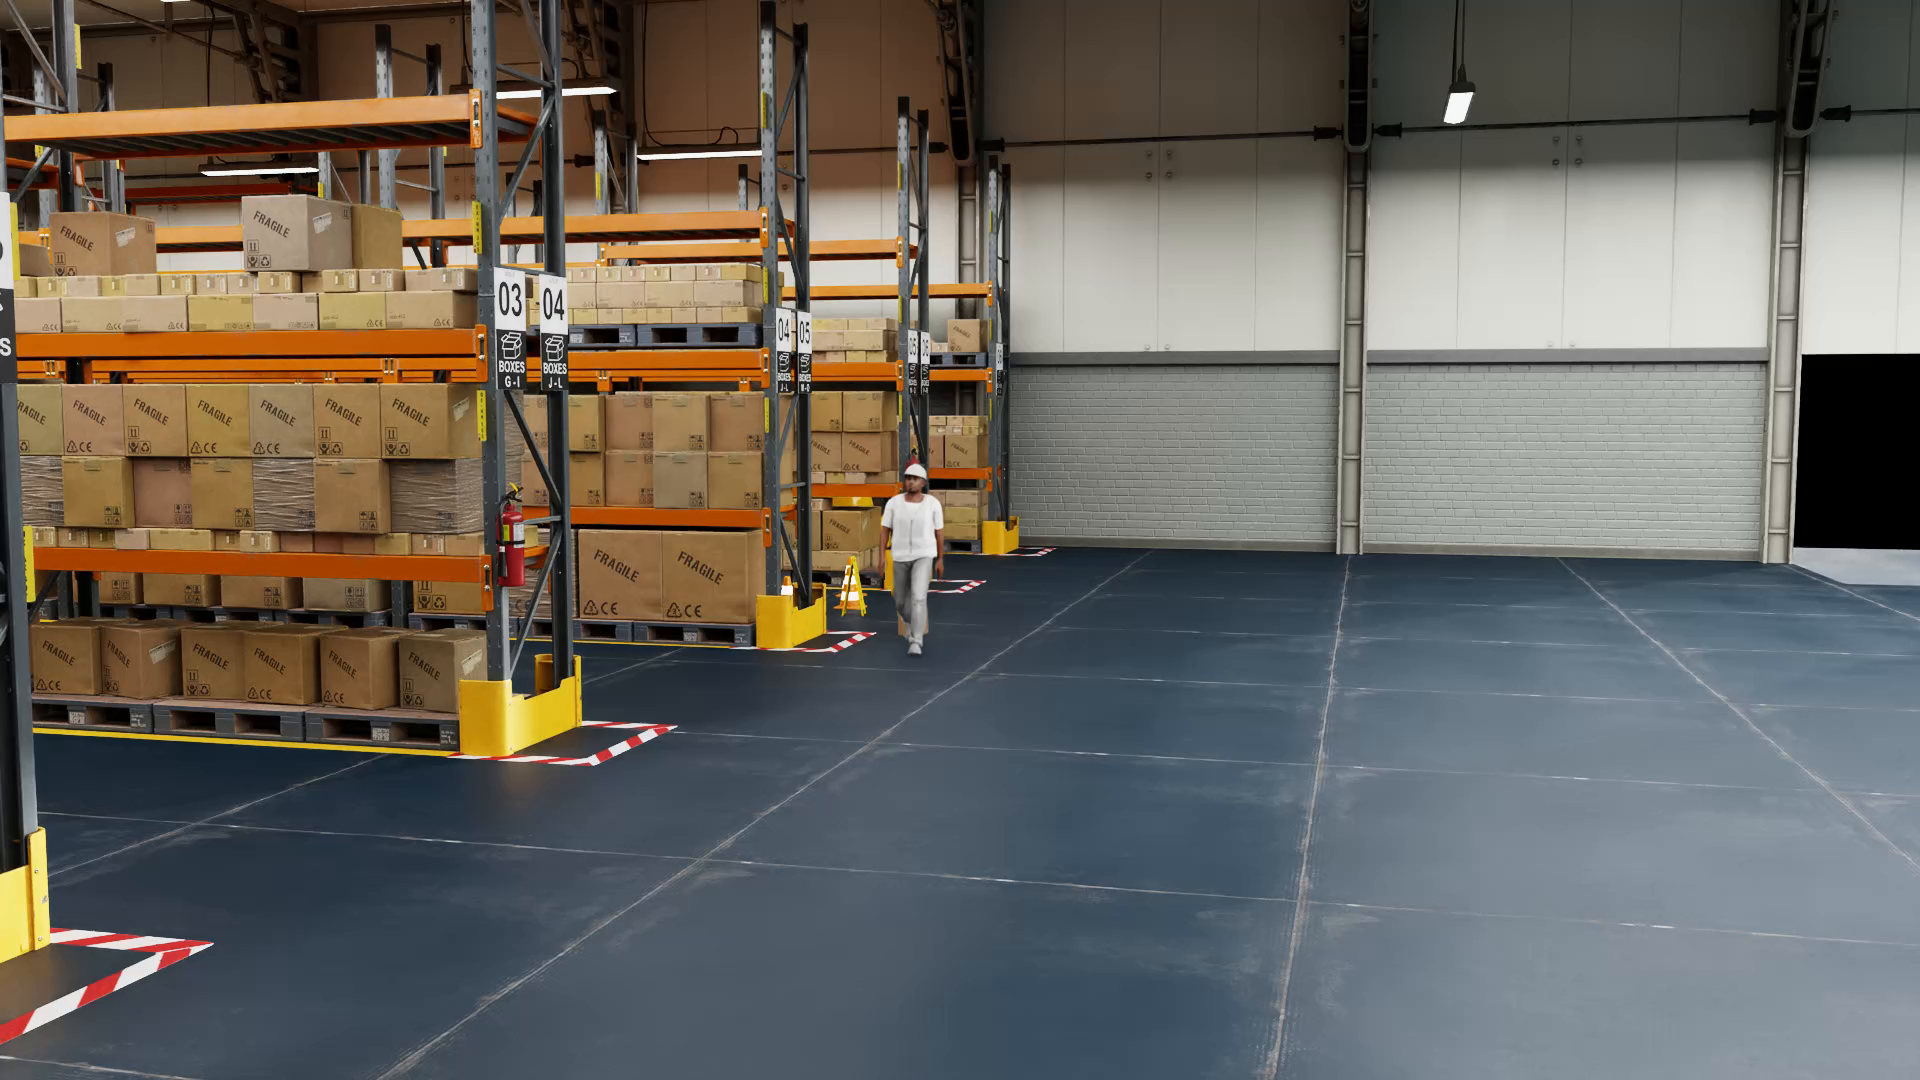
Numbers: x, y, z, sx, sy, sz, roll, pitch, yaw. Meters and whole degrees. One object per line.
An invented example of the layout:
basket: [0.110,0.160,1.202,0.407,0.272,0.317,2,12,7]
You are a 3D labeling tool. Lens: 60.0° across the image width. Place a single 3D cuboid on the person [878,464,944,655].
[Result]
person: [-0.452,0.164,15.392,0.590,1.739,0.923,1,5,8]
